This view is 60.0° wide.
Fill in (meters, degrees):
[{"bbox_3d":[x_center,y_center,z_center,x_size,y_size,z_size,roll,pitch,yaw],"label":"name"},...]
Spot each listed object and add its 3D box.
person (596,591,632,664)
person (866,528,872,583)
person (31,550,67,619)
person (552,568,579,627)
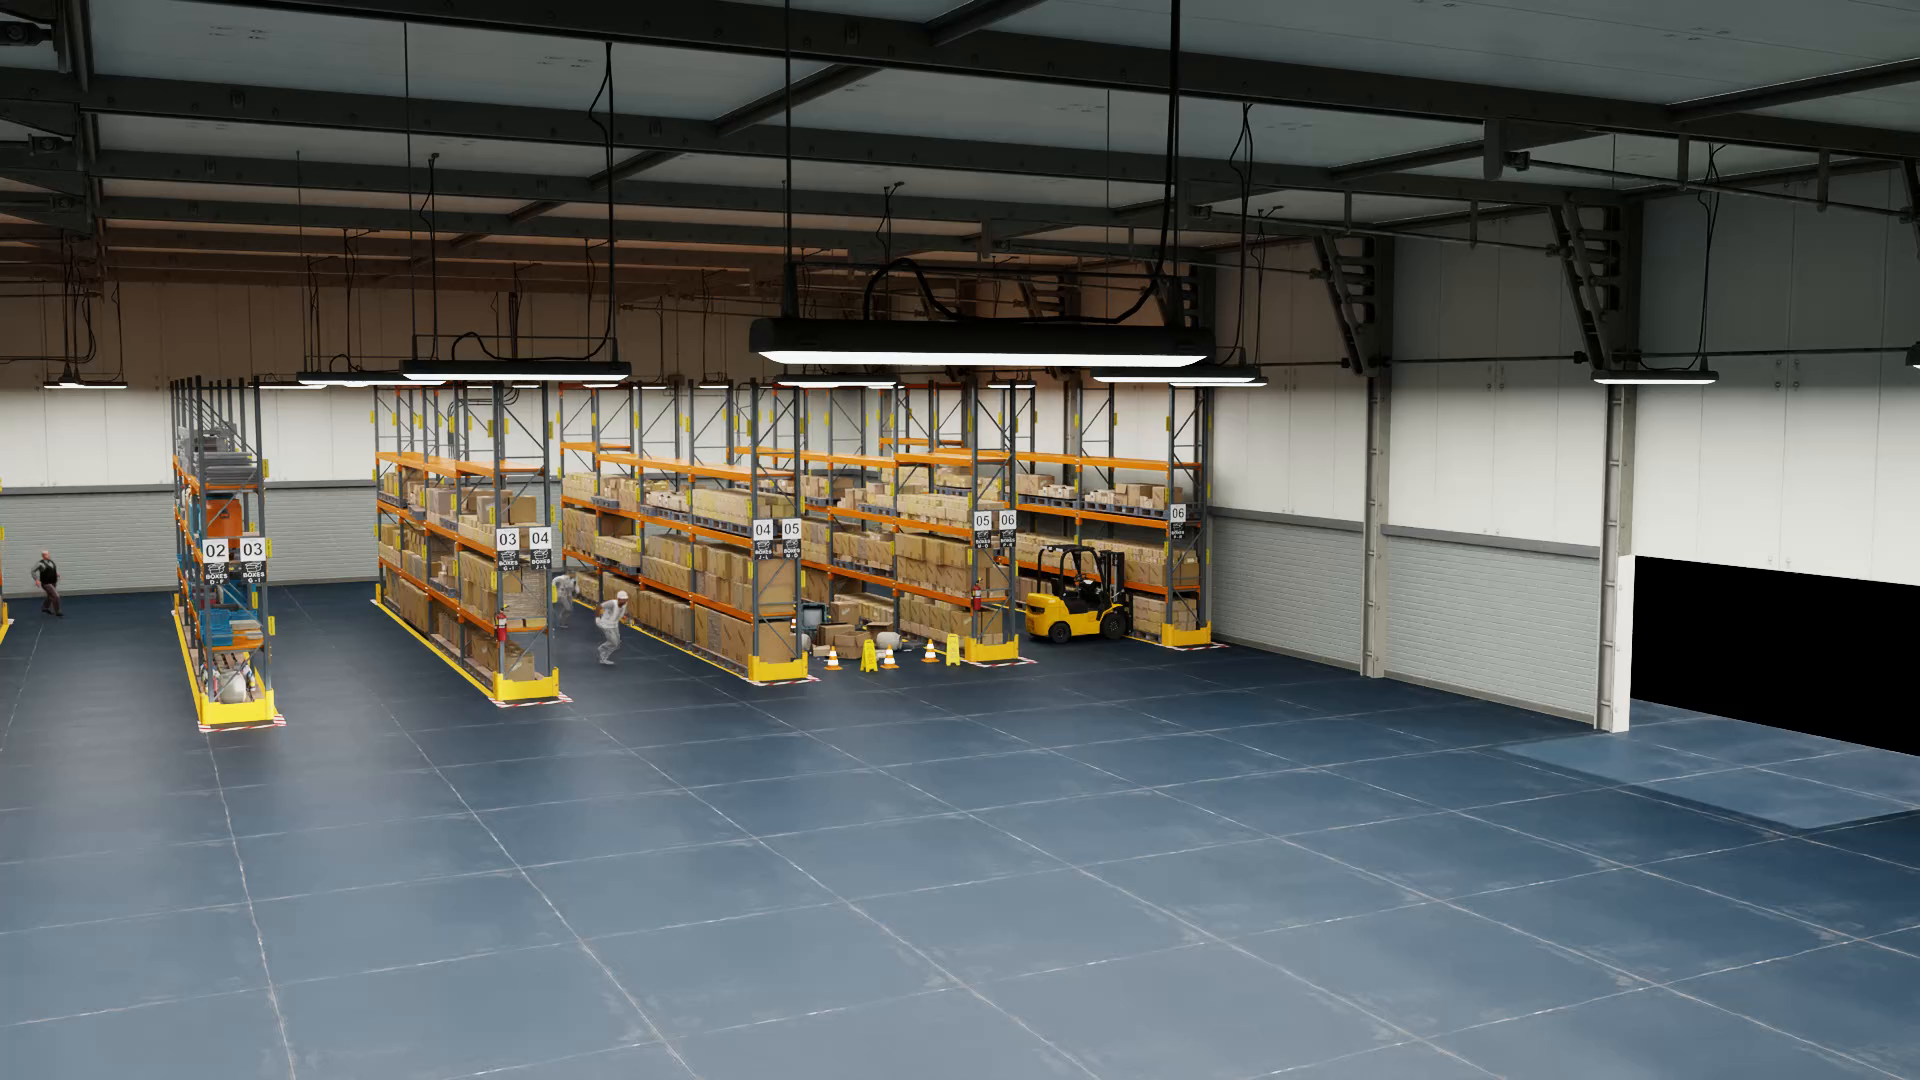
[{"bbox_3d":[-7.265,1.841,34.777,0.819,1.589,0.715,3,6,29],"label":"person"},{"bbox_3d":[-2.646,0.444,47.317,0.520,1.584,0.542,-4,7,-40],"label":"person"},{"bbox_3d":[-23.059,1.138,42.040,0.776,1.751,0.734,1,5,7],"label":"person"},{"bbox_3d":[-9.545,1.402,40.248,0.816,1.496,0.644,5,7,45],"label":"person"}]
